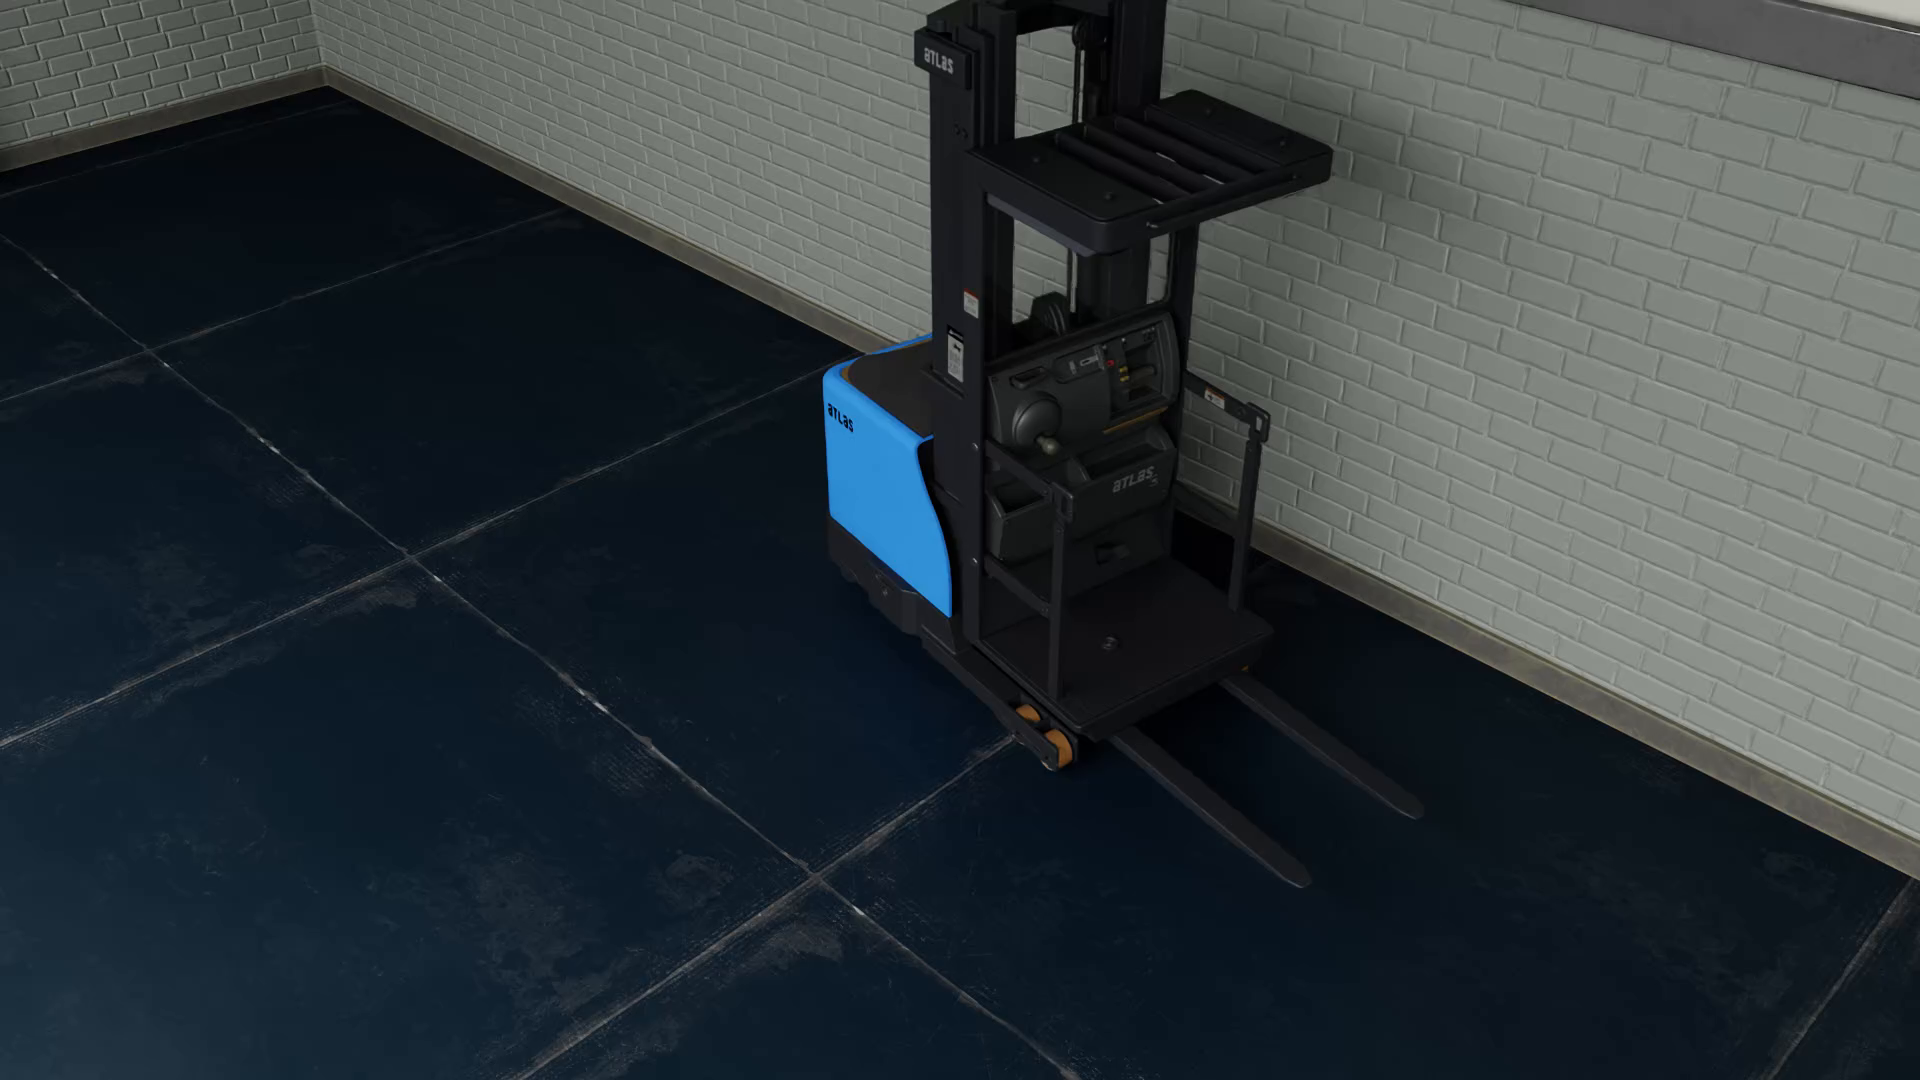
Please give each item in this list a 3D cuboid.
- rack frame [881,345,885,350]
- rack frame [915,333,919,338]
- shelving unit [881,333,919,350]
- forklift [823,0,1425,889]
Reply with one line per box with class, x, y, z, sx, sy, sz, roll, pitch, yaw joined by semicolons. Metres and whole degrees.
rack frame;-0.306;-0.516;8.204;0.006;0.900;0.240;-23;41;-29
rack frame;-0.144;-0.586;8.304;0.006;0.900;0.240;-23;41;-29
shelving unit;-0.225;-0.551;8.254;0.210;0.900;0.258;-23;41;-29
forklift;0.631;-0.568;6.502;1.130;2.935;3.031;-22;41;-29
